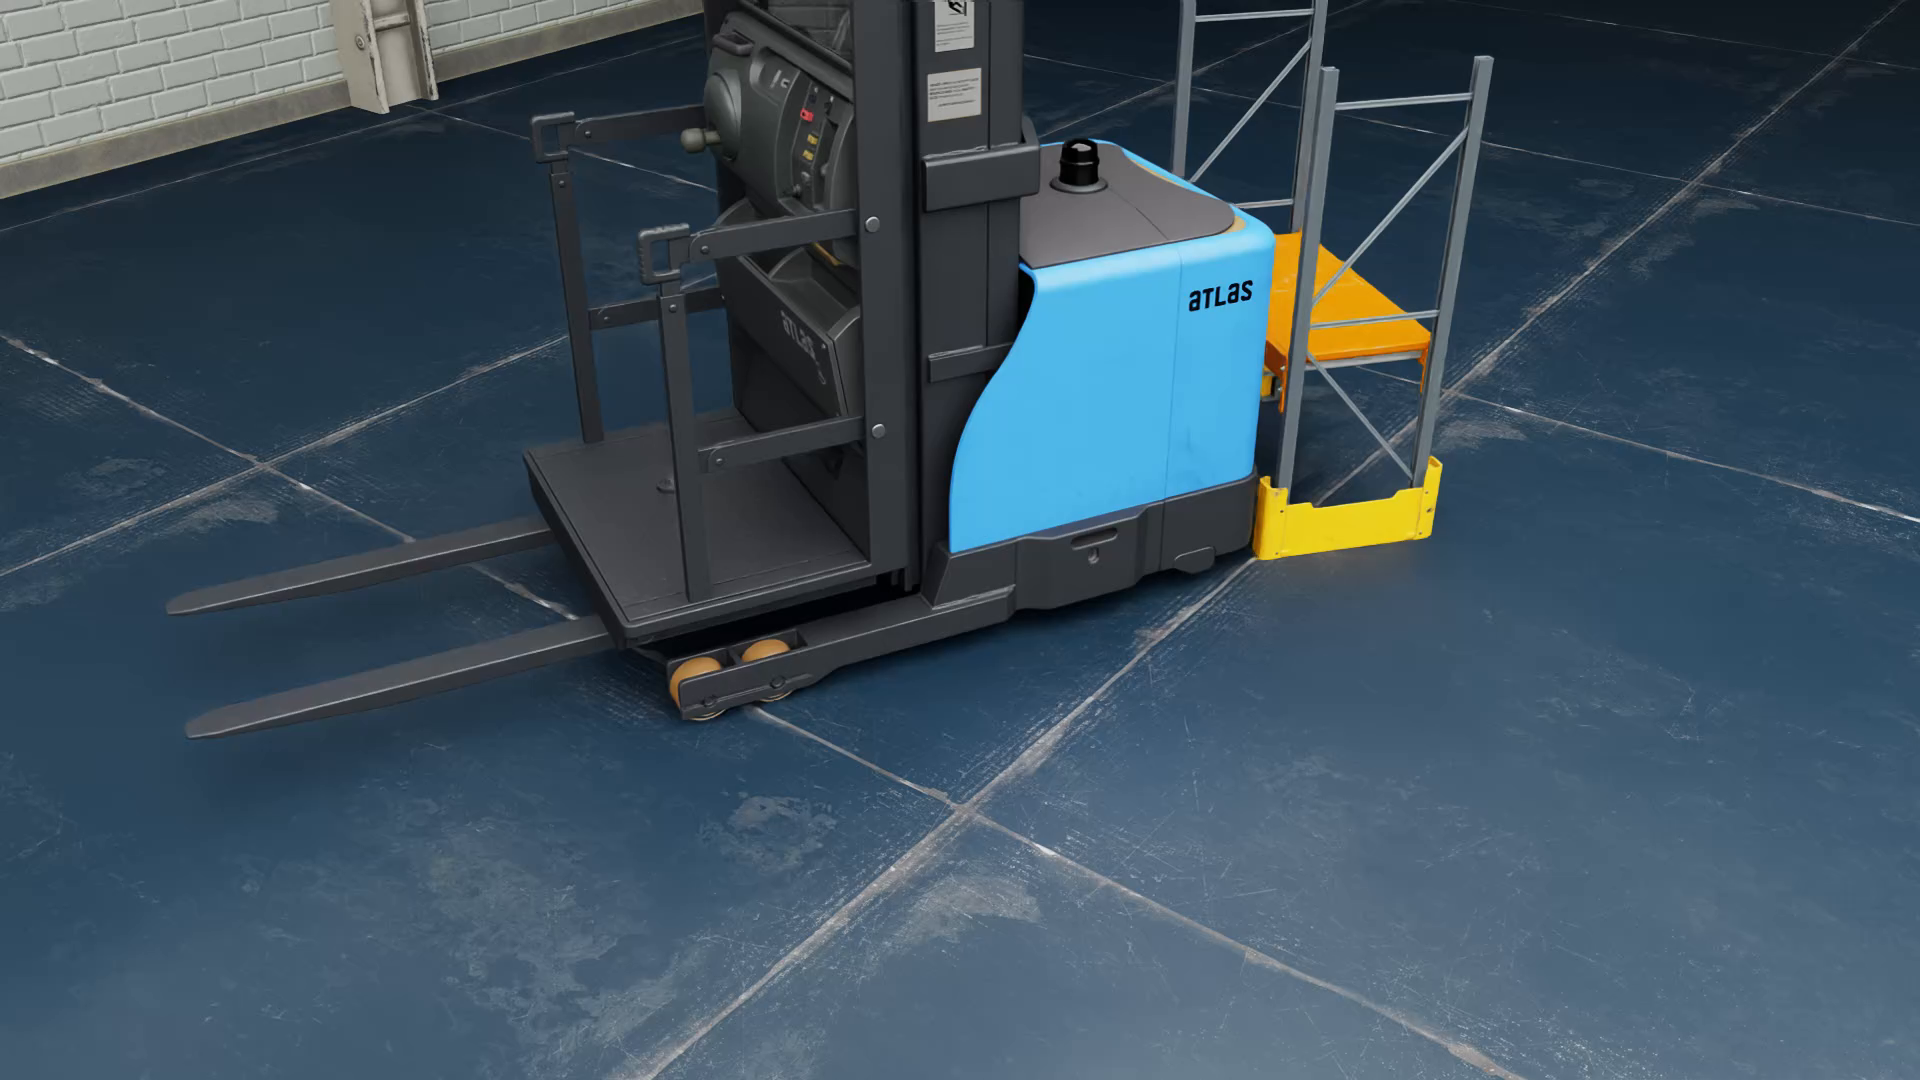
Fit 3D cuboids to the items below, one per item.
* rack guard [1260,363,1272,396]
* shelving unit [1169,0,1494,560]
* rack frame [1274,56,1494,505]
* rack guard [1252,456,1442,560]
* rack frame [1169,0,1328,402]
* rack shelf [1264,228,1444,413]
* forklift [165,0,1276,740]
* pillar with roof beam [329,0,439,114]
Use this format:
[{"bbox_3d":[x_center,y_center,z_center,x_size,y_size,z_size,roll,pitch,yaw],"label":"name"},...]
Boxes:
[{"bbox_3d":[0.954,-0.593,6.005,0.587,0.250,0.087,-8,31,-12],"label":"rack guard"},{"bbox_3d":[1.079,-0.885,5.272,0.587,1.500,1.083,-8,31,-12],"label":"shelving unit"},{"bbox_3d":[1.205,-0.639,4.856,0.500,1.500,0.032,-8,31,-12],"label":"rack frame"},{"bbox_3d":[1.205,-0.102,5.176,0.587,0.250,0.087,-8,31,-12],"label":"rack guard"},{"bbox_3d":[0.949,-1.140,5.703,0.500,1.500,0.032,-8,31,-12],"label":"rack frame"},{"bbox_3d":[1.077,-0.735,5.371,0.538,0.185,1.000,-8,31,-12],"label":"rack shelf"},{"bbox_3d":[-0.657,-1.087,4.209,3.031,2.935,1.130,-14,33,-22],"label":"forklift"},{"bbox_3d":[0.213,-5.042,4.930,9.100,9.000,0.400,21,37,31],"label":"pillar with roof beam"}]
